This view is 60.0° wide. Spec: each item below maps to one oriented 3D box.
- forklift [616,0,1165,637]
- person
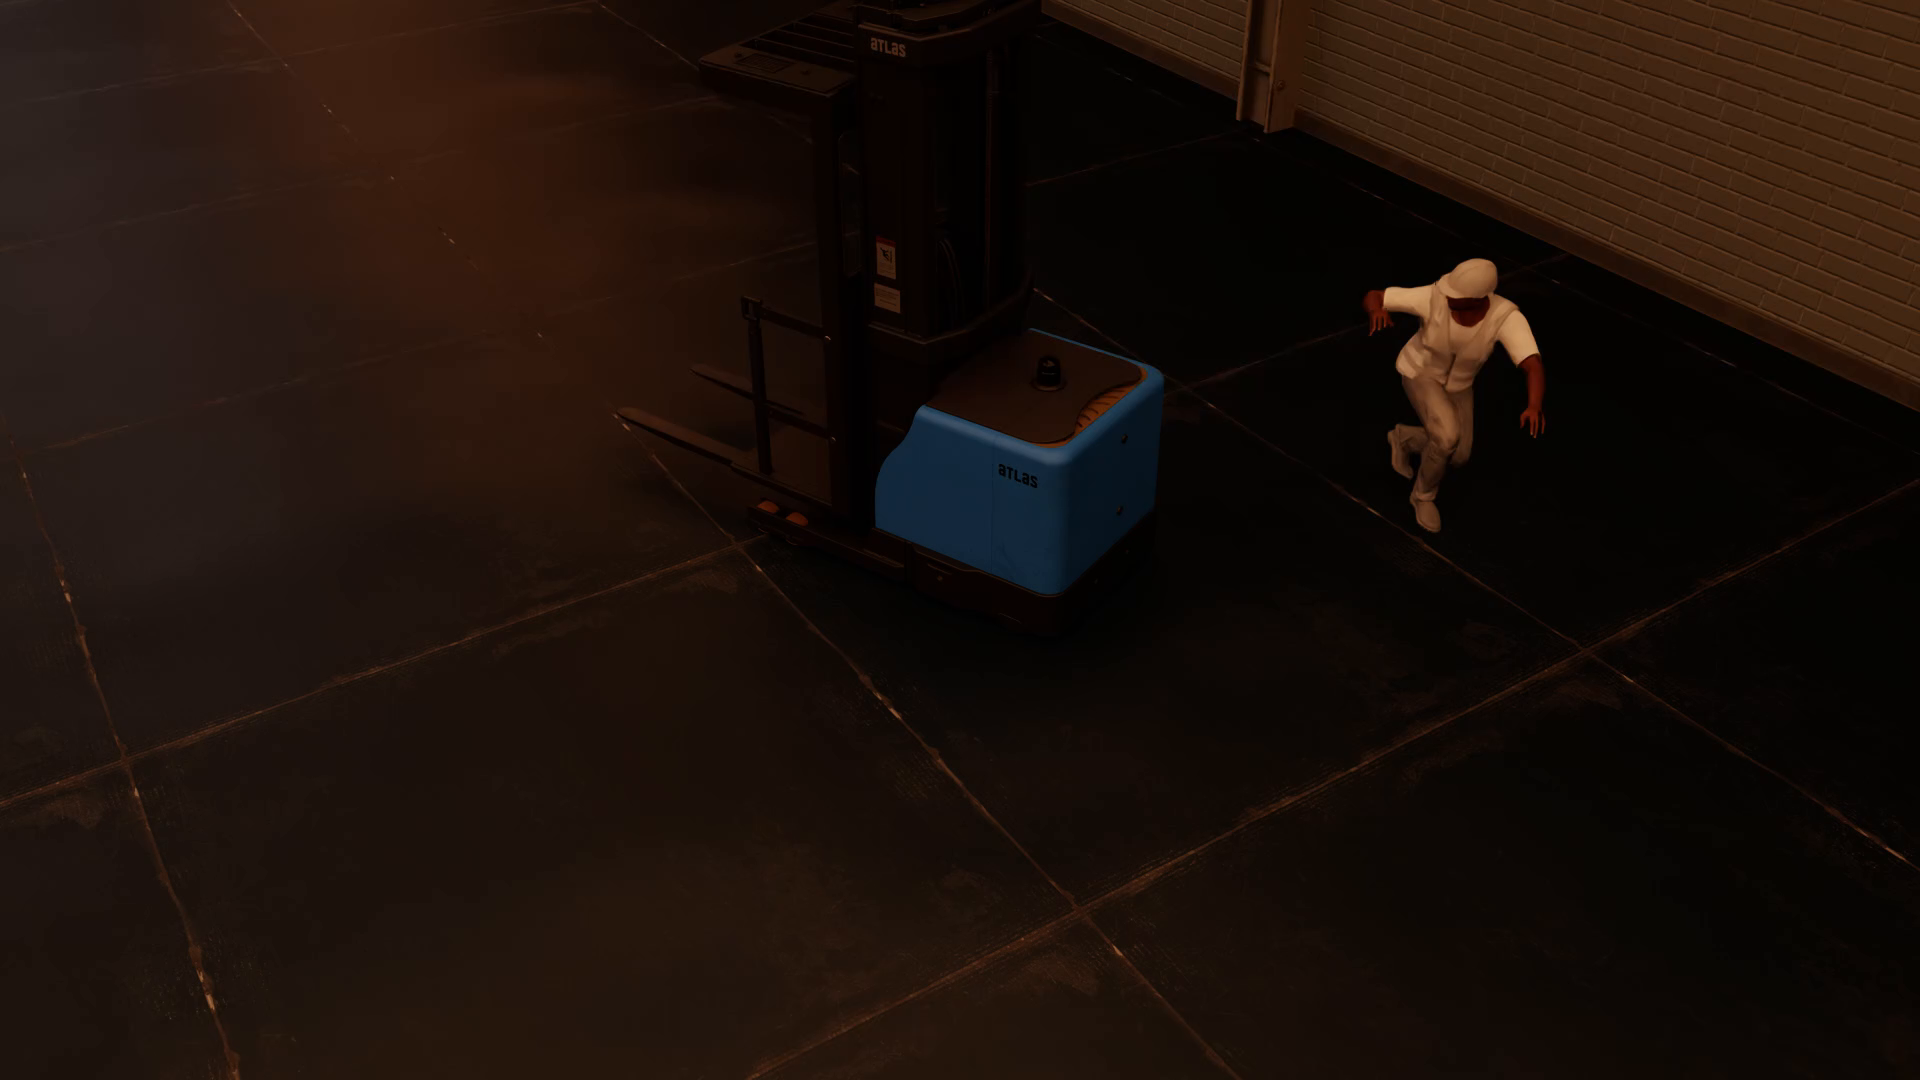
[{"bbox_3d":[-0.500,-1.399,8.138,3.031,2.935,1.130,22,41,28],"label":"forklift"},{"bbox_3d":[2.452,-0.721,8.443,0.850,1.481,1.100,-4,35,-6],"label":"person"}]
